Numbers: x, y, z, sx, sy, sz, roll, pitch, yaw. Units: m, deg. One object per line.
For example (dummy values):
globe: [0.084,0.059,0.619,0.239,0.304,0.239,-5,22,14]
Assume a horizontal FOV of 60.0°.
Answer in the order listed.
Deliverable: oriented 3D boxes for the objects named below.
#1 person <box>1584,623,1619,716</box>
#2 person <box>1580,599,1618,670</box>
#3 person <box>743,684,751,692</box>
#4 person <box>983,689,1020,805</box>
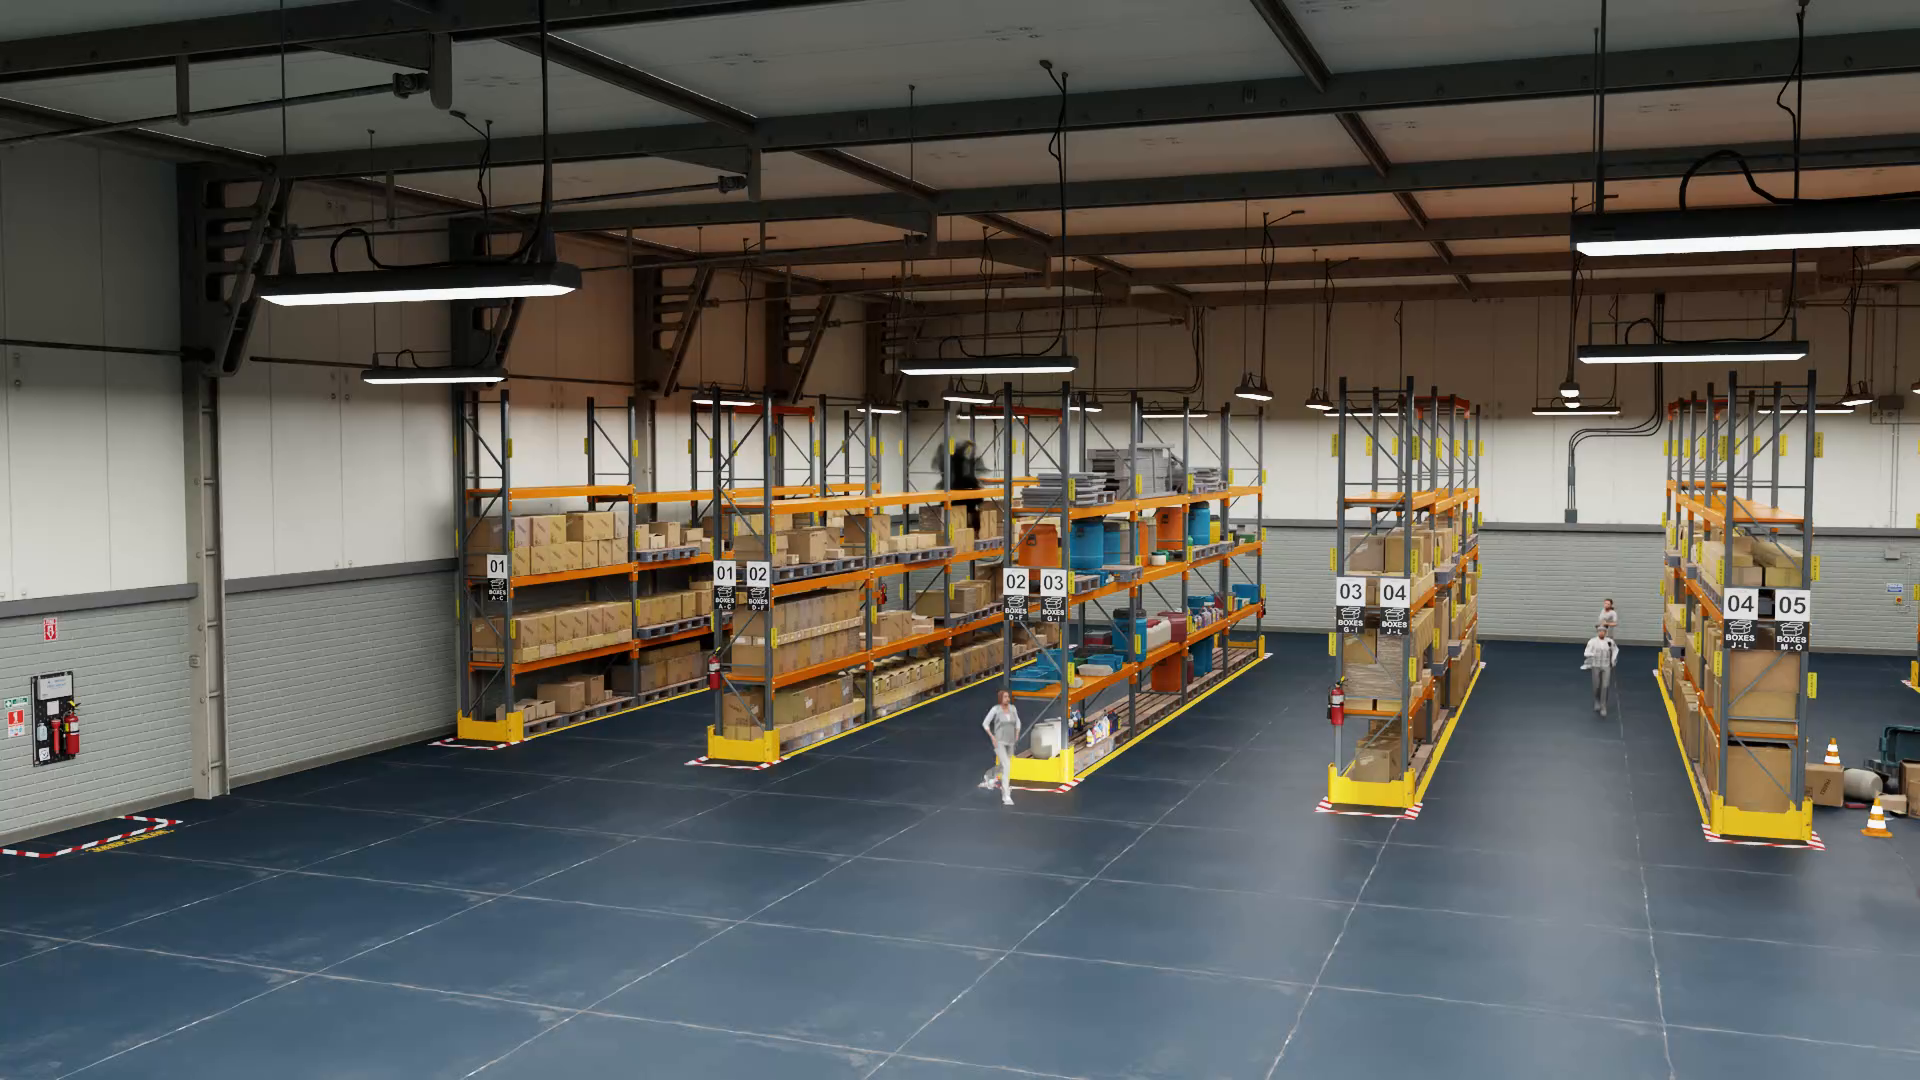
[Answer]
person: [12.030,2.399,31.194,0.610,1.688,0.910,1,3,20]
person: [14.519,2.112,37.367,0.965,1.619,0.631,-2,4,-29]
person: [-3.841,2.391,31.070,0.647,1.846,0.800,0,3,6]
person: [0.591,2.906,23.623,0.552,1.602,0.754,-2,4,-31]
